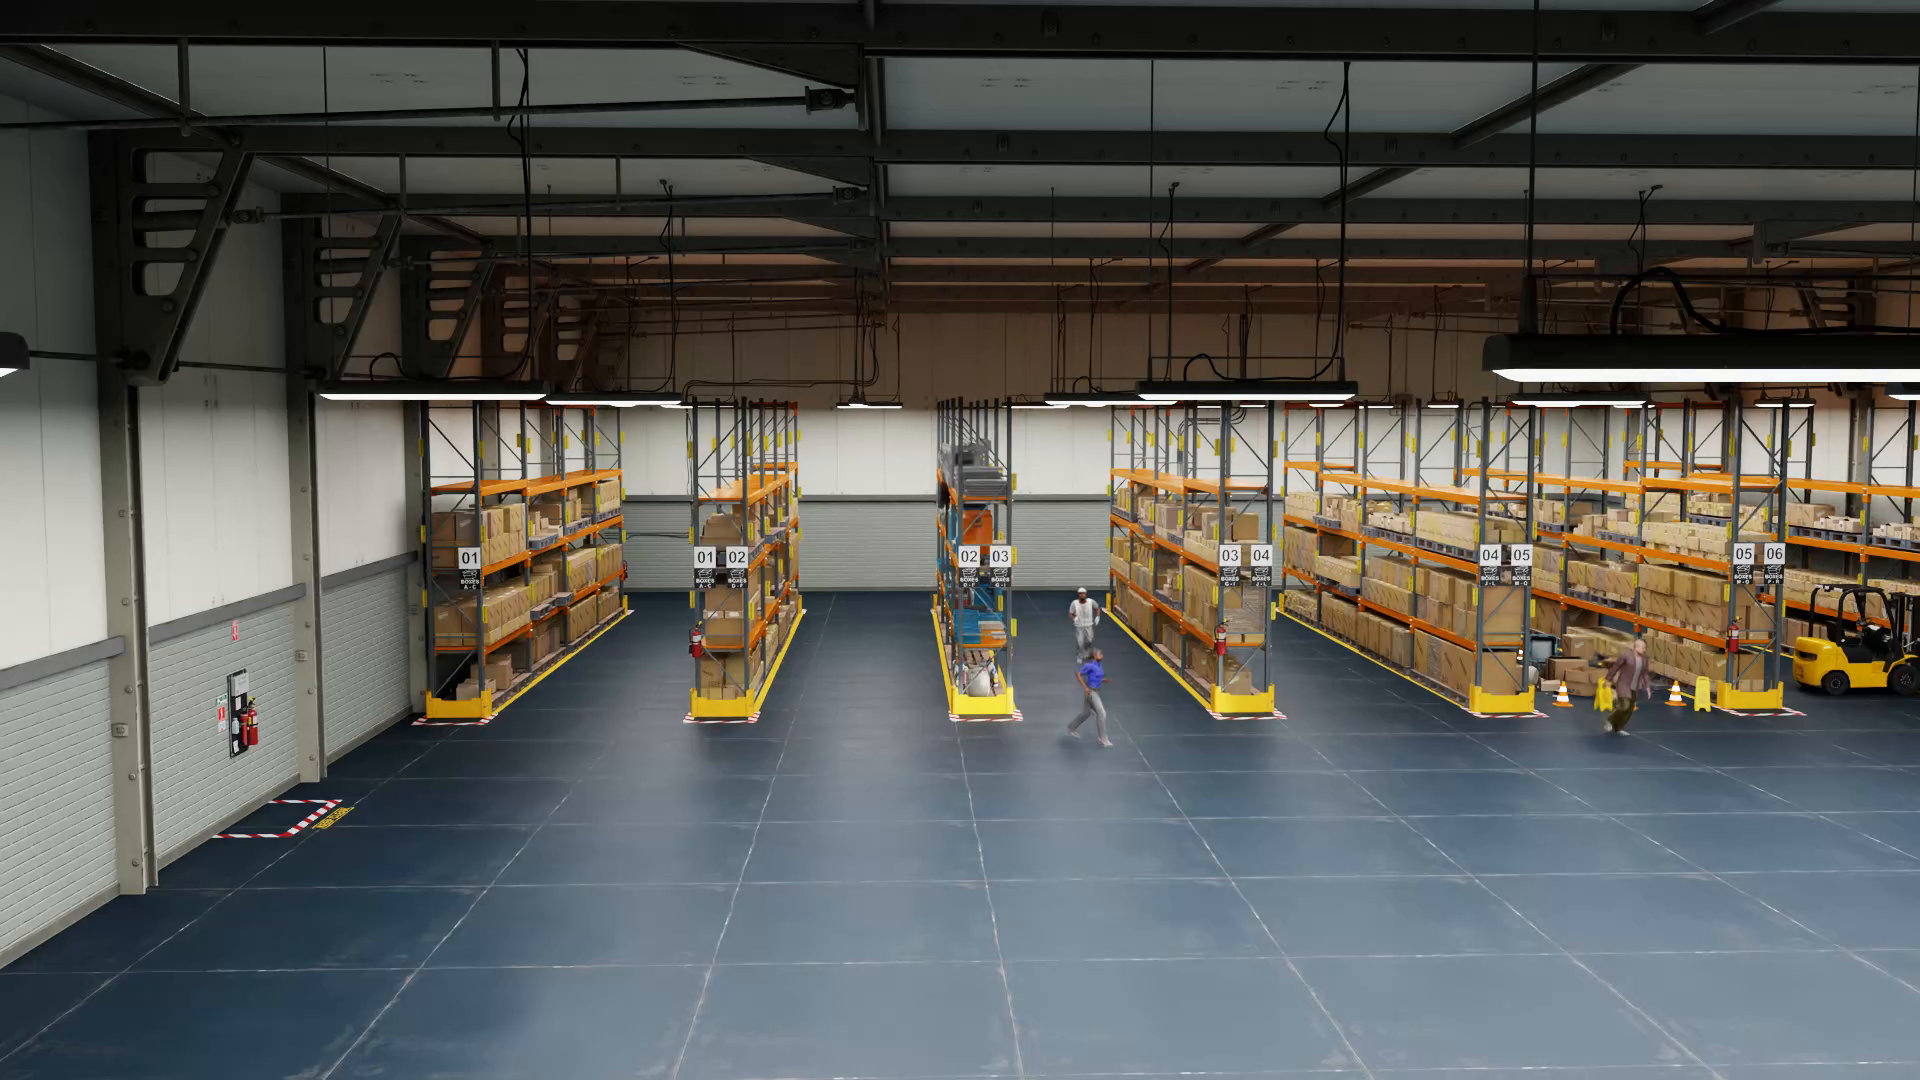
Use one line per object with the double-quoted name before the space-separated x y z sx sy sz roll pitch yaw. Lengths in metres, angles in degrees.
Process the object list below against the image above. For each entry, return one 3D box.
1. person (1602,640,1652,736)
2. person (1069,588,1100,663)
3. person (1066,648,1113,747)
"person" 11.745 2.598 29.273 0.708 1.729 0.611 -2 5 -22
"person" 2.818 1.946 37.606 0.729 1.731 0.710 0 4 -2
"person" 2.221 2.699 28.582 0.906 1.684 0.610 2 5 22
